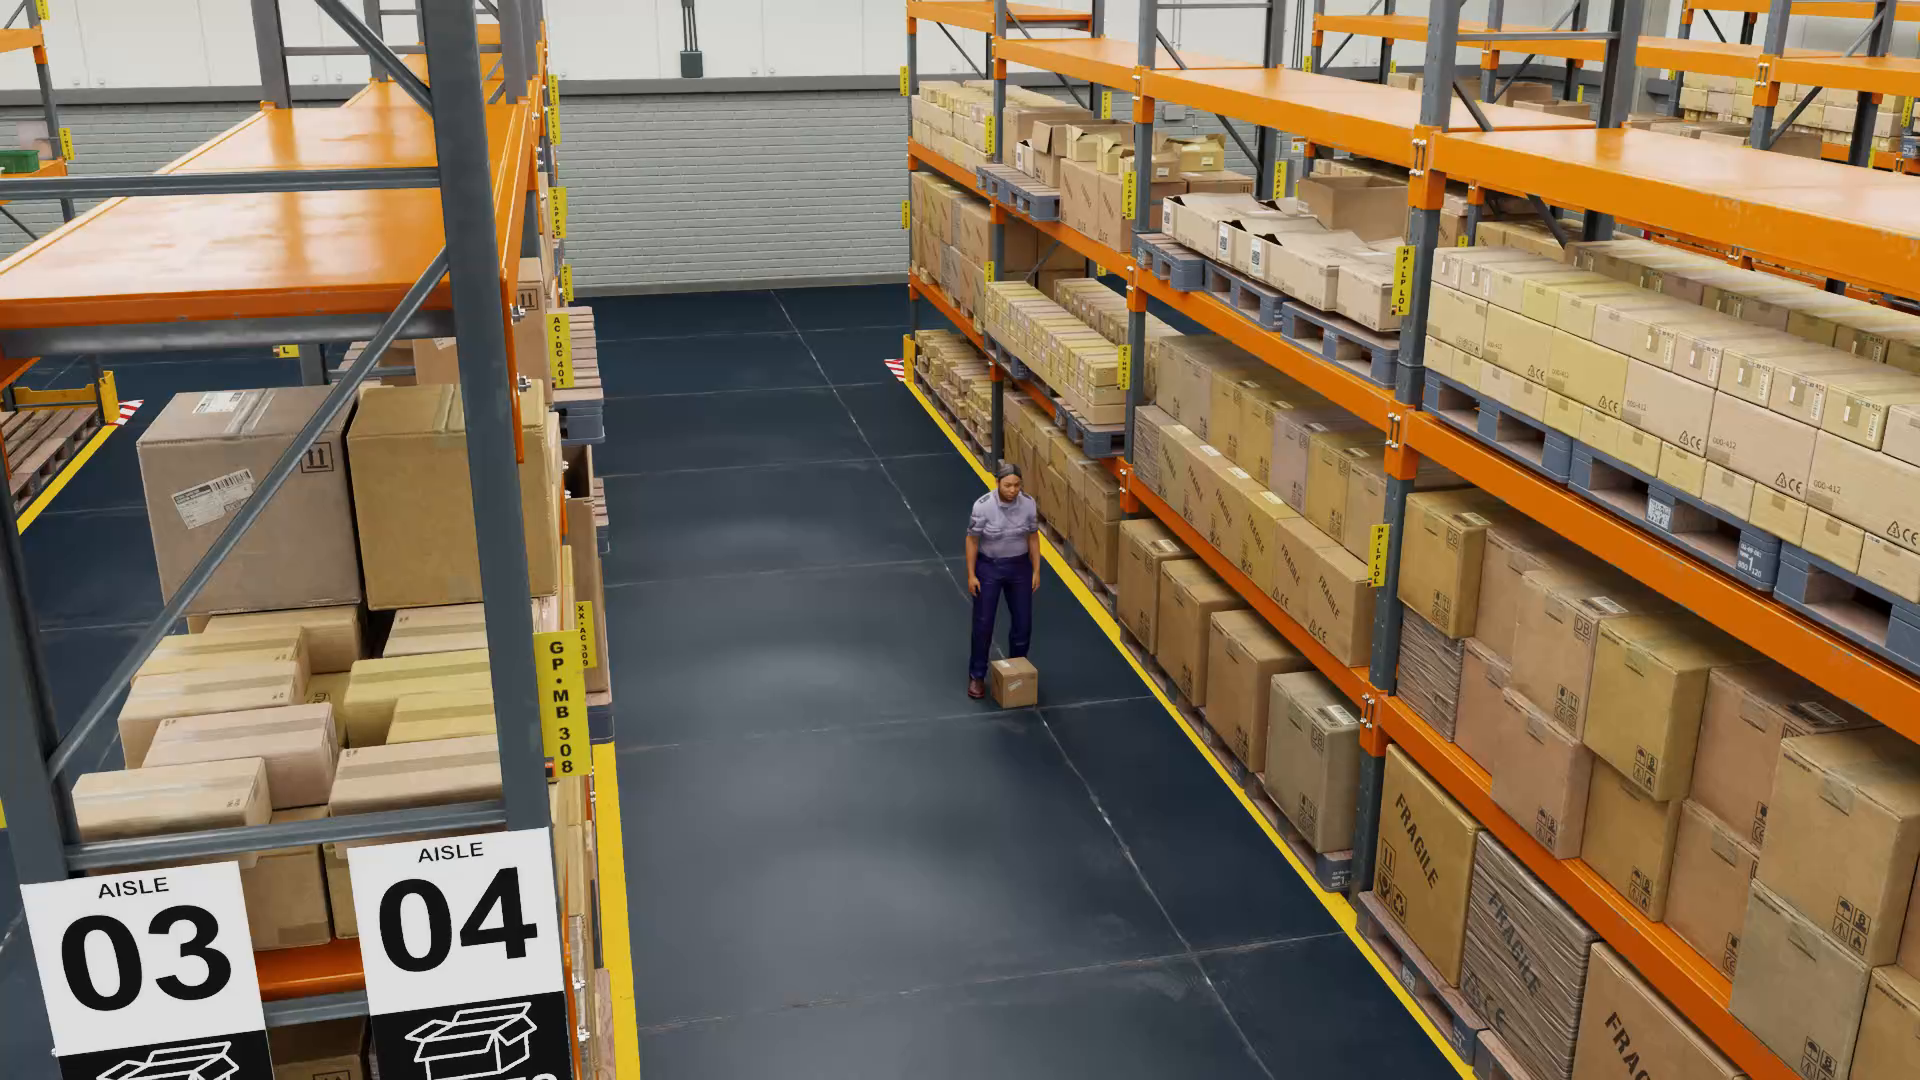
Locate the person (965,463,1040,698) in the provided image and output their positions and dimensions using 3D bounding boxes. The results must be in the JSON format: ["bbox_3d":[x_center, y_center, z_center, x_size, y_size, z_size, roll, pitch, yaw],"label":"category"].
[{"bbox_3d":[0.292,0.245,11.399,0.539,1.652,0.376,-5,20,-13],"label":"person"}]
